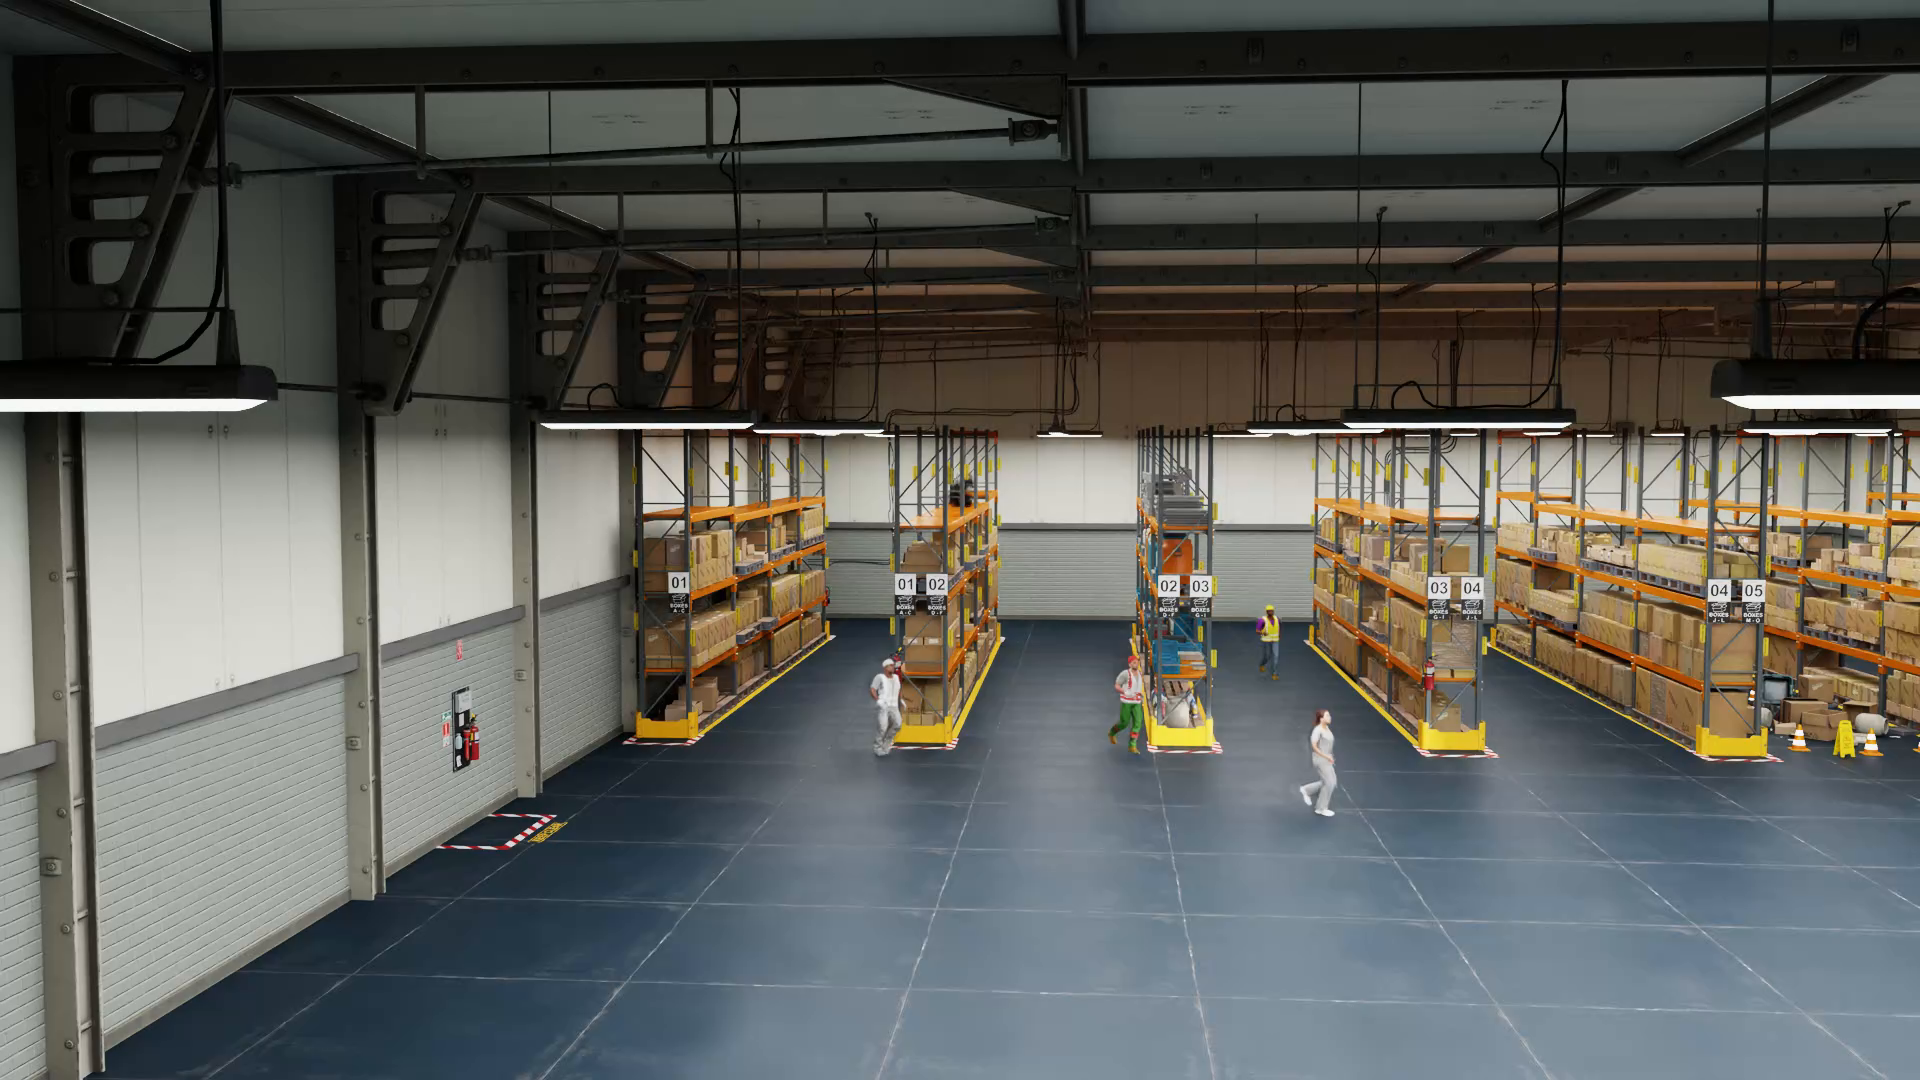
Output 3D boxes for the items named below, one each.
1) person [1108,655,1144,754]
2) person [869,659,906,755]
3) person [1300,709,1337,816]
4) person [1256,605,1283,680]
[{"bbox_3d":[3.132,3.002,30.653,0.669,1.779,0.854,-2,4,-28],"label":"person"},{"bbox_3d":[-1.282,3.038,30.249,0.747,1.728,0.574,-2,4,-33],"label":"person"},{"bbox_3d":[5.486,3.381,25.466,0.590,1.627,0.595,2,4,30],"label":"person"},{"bbox_3d":[7.428,2.438,39.860,0.700,1.761,0.956,-1,3,-10],"label":"person"}]
